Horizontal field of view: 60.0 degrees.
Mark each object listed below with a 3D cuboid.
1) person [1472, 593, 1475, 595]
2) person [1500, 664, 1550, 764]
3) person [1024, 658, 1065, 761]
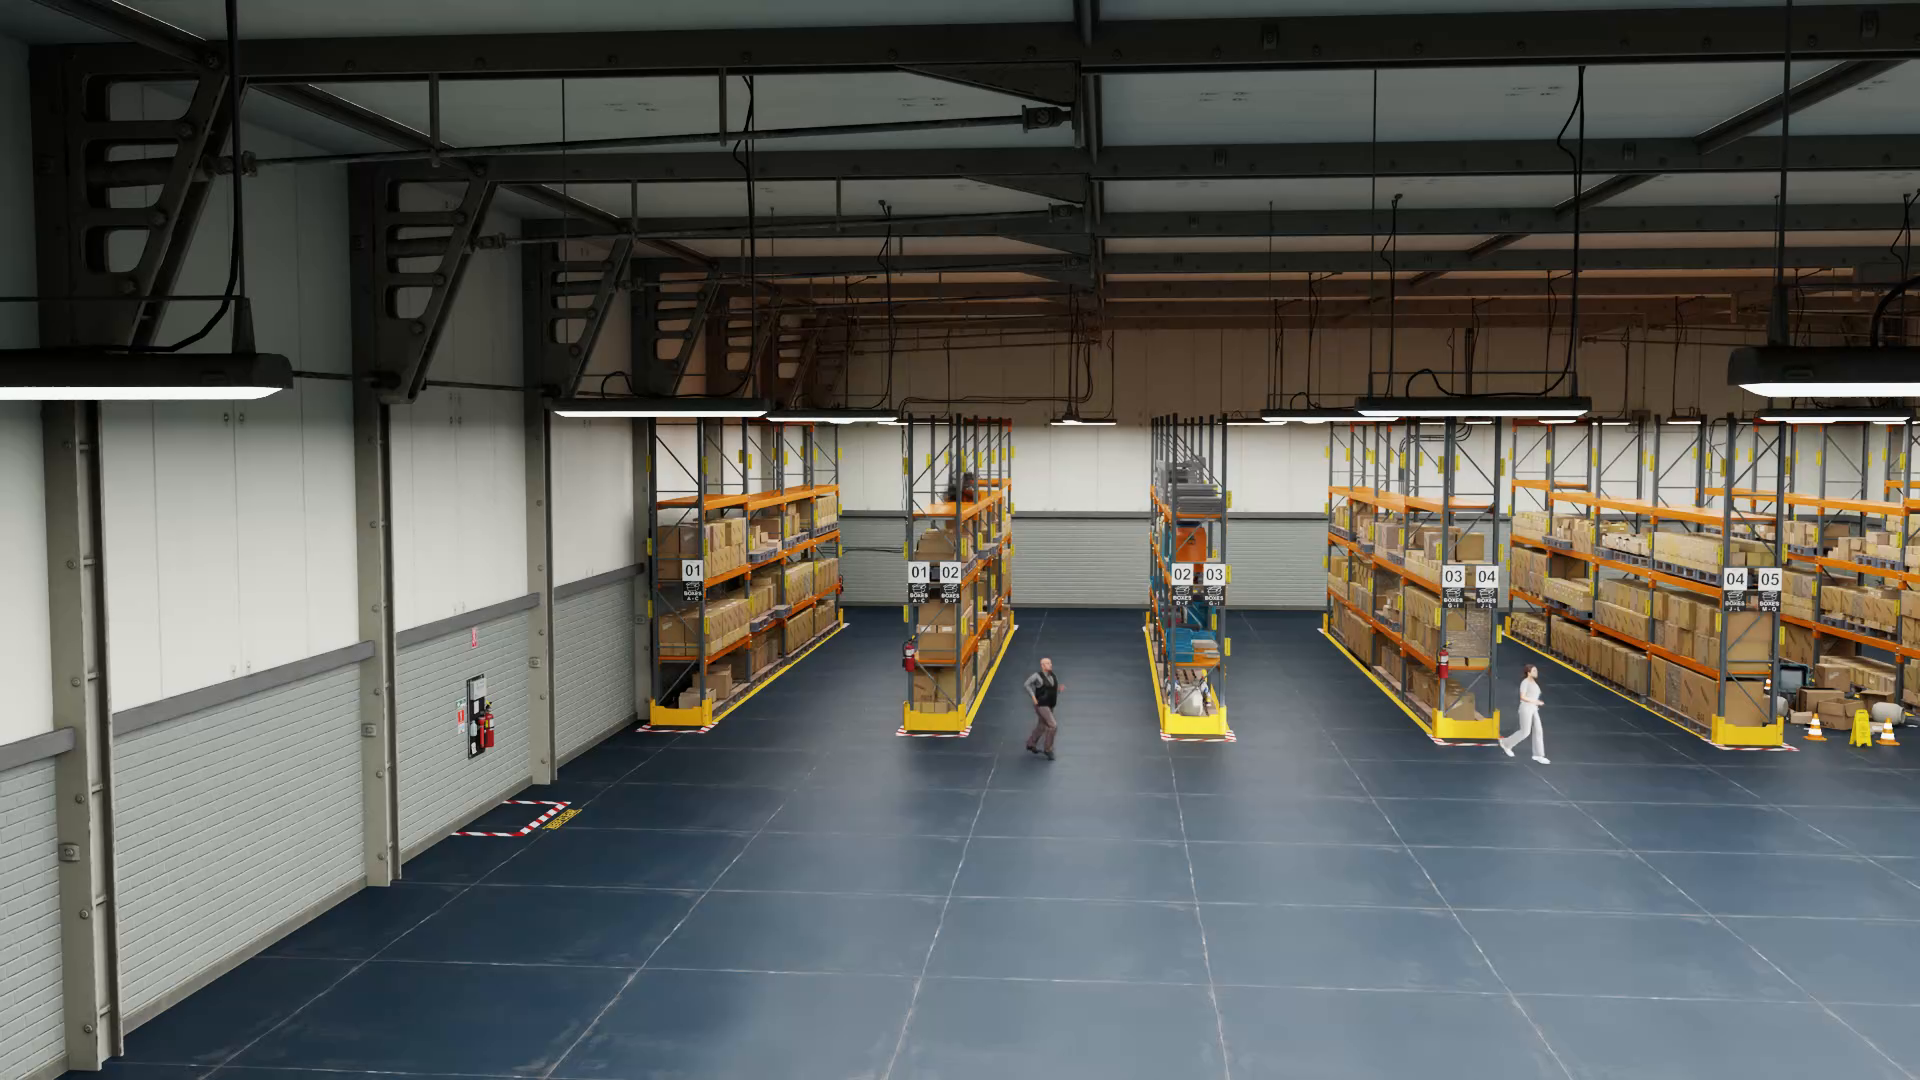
[{"bbox_3d":[14.747,1.738,47.373,0.832,1.621,0.717,0,4,-1],"label":"person"},{"bbox_3d":[9.749,2.973,28.597,0.847,1.666,0.586,3,5,41],"label":"person"},{"bbox_3d":[1.480,2.934,28.890,0.776,1.792,0.626,3,5,37],"label":"person"}]
